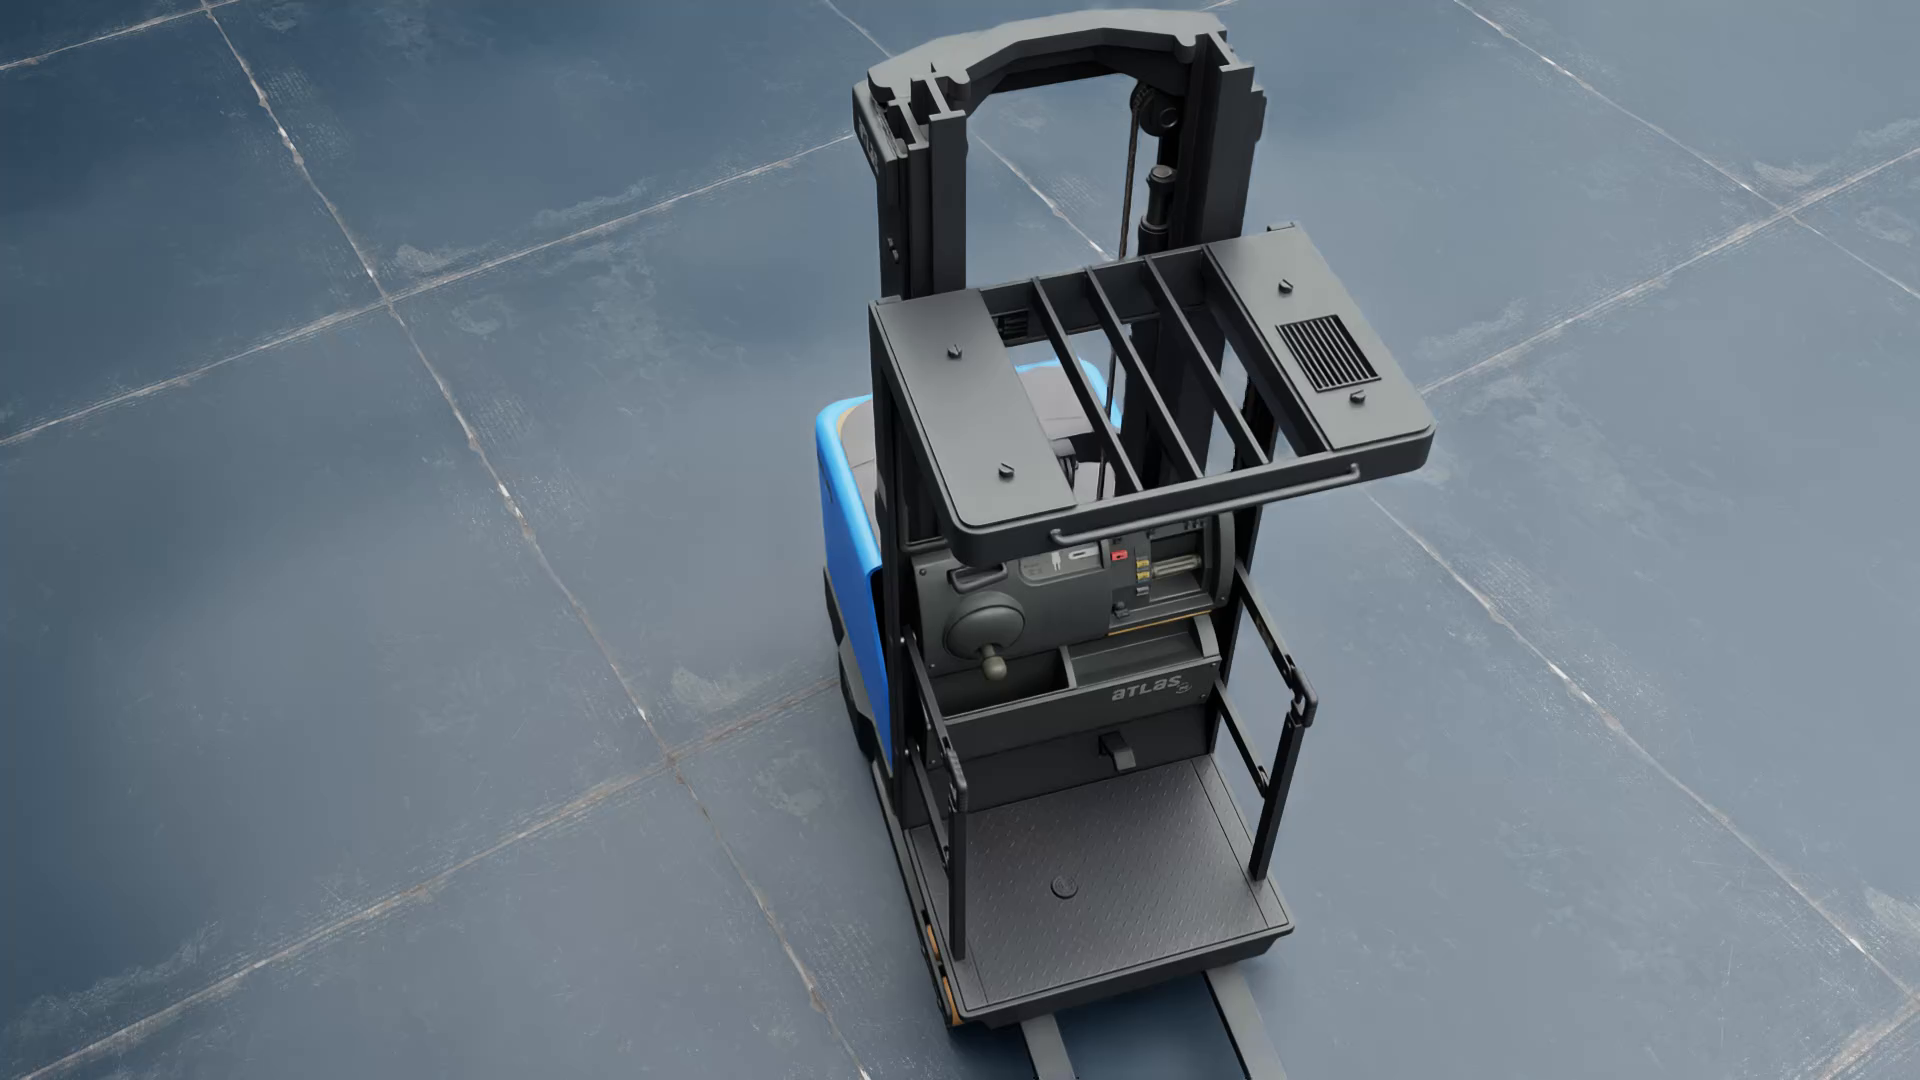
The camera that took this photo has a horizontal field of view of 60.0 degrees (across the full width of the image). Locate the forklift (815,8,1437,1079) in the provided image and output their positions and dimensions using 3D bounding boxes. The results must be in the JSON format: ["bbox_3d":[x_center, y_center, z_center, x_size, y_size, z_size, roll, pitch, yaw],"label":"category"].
[{"bbox_3d":[0.391,0.234,4.525,1.130,2.935,3.031,-12,49,-11],"label":"forklift"}]
